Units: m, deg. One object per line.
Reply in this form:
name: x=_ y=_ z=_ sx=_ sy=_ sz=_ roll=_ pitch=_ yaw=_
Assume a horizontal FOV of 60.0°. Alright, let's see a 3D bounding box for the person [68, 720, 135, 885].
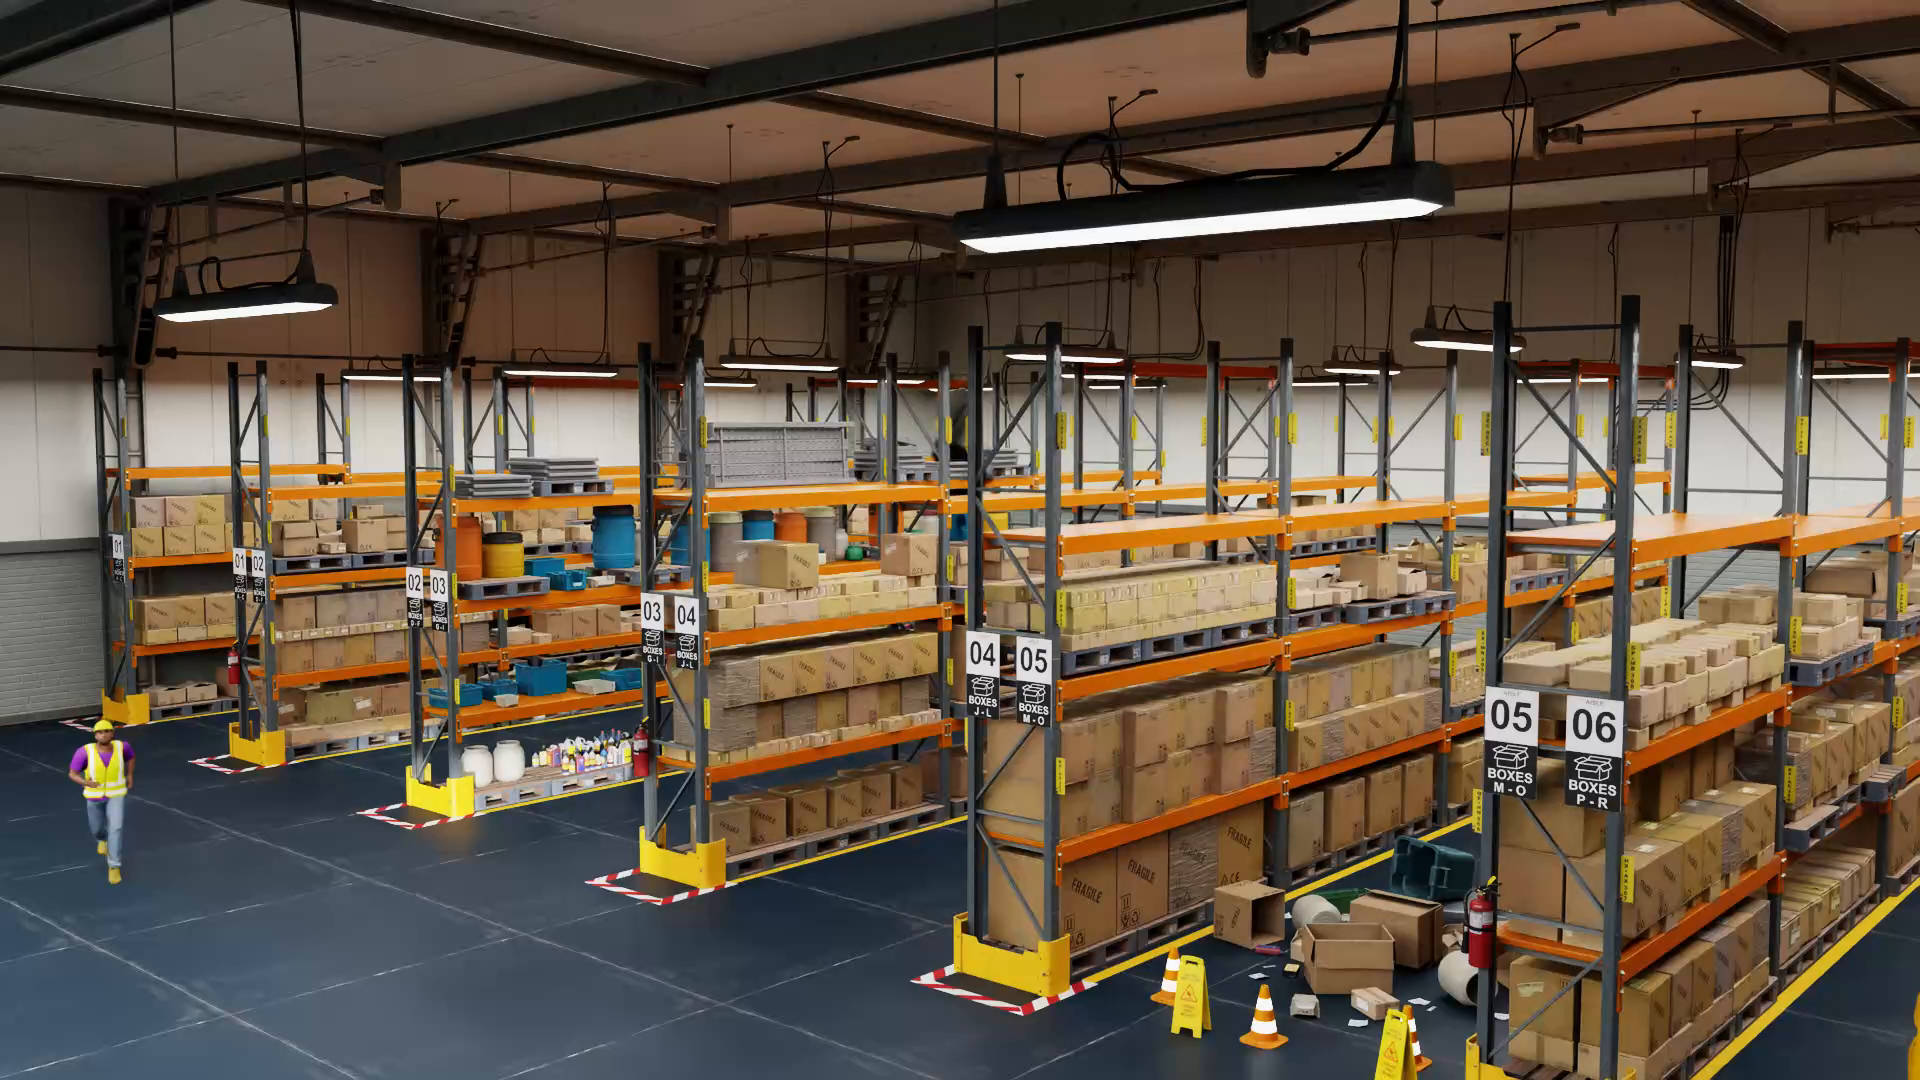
person: x=-9.692 y=2.908 z=18.802 sx=0.662 sy=1.778 sz=1.137 roll=-2 pitch=5 yaw=-24
